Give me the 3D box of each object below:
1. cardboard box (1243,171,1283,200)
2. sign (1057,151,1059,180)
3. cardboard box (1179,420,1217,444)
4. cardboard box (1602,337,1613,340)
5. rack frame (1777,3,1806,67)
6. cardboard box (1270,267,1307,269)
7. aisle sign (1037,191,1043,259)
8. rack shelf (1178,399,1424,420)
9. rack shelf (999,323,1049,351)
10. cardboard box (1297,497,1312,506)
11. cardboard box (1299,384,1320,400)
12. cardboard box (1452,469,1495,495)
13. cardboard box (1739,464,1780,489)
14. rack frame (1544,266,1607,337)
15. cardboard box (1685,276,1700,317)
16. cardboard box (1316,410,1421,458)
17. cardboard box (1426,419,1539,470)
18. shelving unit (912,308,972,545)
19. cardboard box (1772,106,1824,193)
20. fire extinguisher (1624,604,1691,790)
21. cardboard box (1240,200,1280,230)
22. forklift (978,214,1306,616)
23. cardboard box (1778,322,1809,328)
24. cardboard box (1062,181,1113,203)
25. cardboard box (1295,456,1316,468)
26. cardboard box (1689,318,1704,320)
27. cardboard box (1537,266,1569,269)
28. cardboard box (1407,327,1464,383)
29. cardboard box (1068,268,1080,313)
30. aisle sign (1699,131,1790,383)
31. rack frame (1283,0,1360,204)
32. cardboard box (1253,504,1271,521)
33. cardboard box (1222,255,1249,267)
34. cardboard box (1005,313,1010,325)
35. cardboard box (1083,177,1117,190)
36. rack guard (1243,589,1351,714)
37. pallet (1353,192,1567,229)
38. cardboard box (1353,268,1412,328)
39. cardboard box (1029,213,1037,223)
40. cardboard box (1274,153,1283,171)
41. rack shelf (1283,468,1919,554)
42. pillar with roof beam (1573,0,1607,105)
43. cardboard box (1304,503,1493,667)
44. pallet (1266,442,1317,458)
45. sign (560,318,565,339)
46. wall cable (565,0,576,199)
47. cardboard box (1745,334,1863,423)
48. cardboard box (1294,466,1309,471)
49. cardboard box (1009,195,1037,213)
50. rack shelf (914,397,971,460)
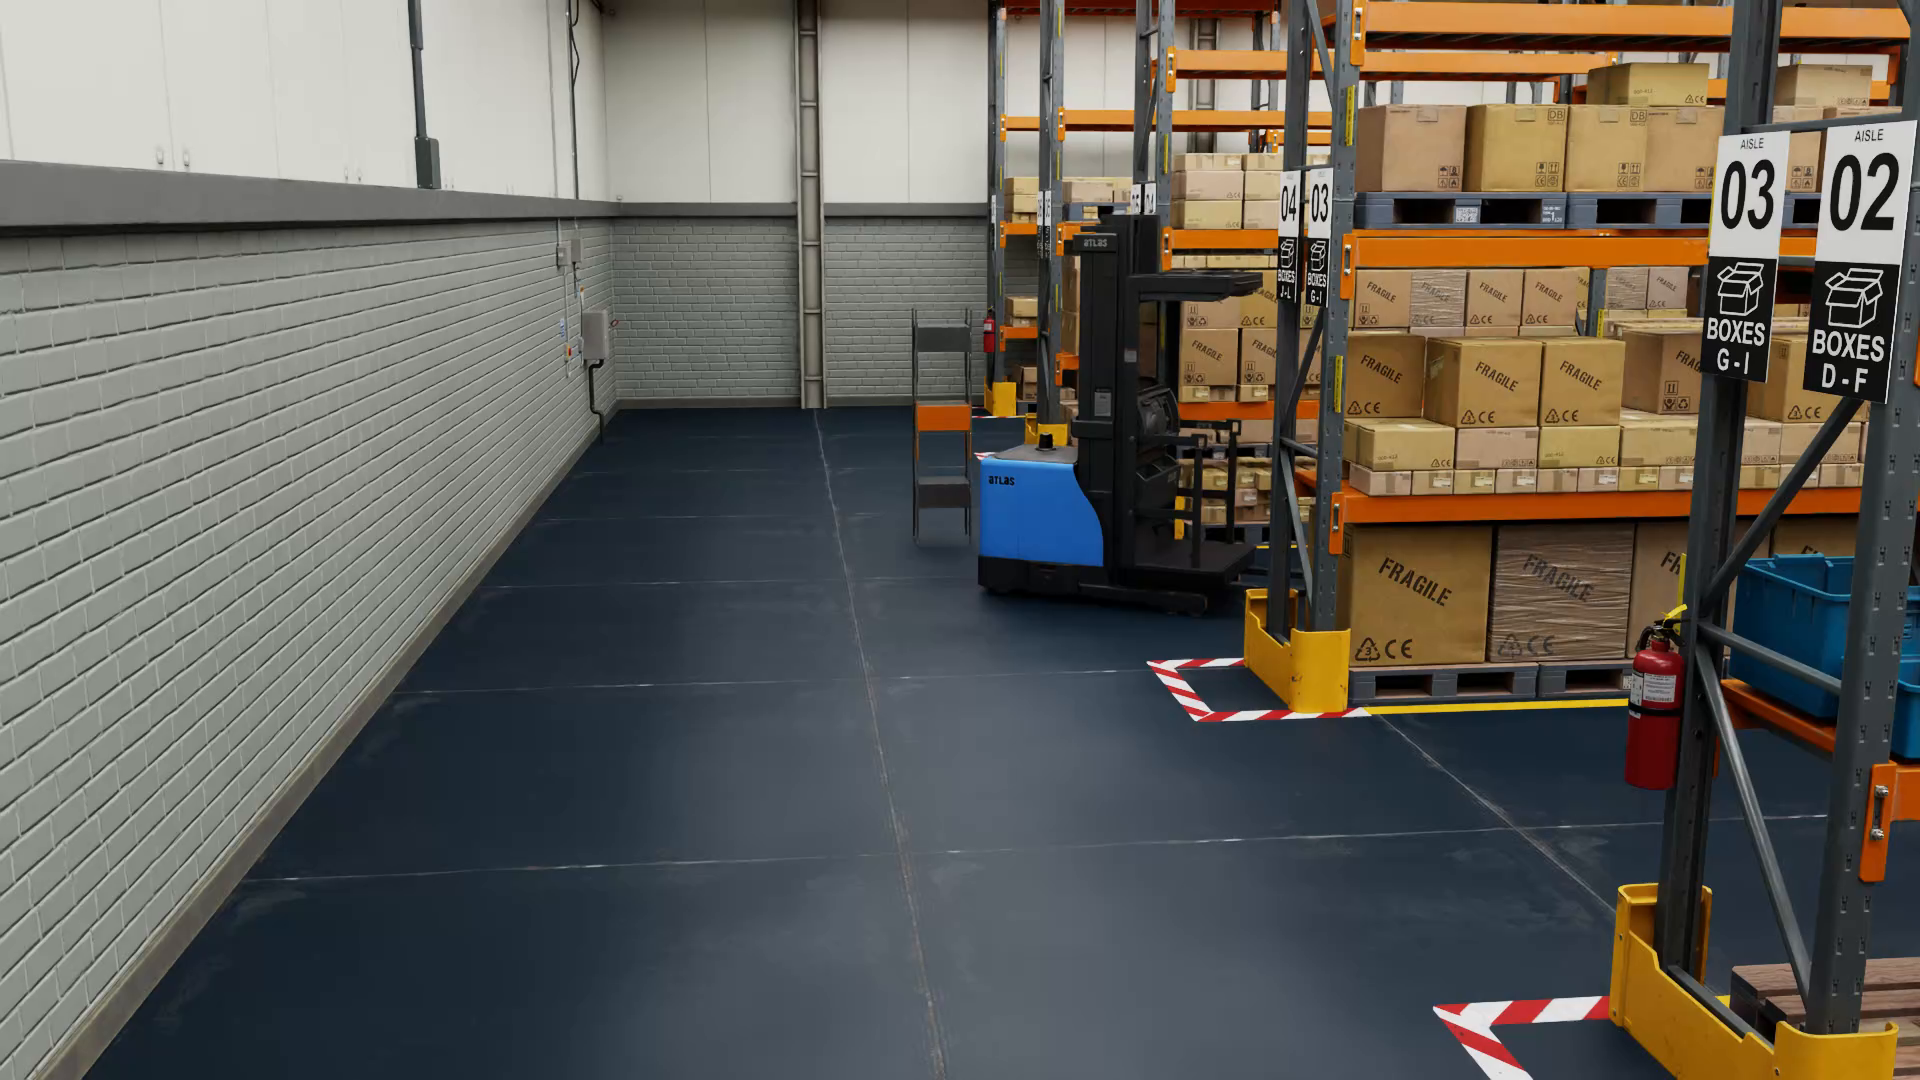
[{"bbox_3d":[2.682,-3.114,14.631,0.500,0.250,0.500,-1,11,-7],"label":"cardboard box"},{"bbox_3d":[1.117,-4.280,18.999,0.005,0.325,0.100,-1,11,-6],"label":"sign"},{"bbox_3d":[2.618,-1.450,20.402,0.875,0.438,0.875,-1,11,-5],"label":"cardboard box"},{"bbox_3d":[6.049,-1.858,15.718,0.250,0.149,0.380,-1,11,-4],"label":"cardboard box"},{"bbox_3d":[12.453,-6.593,25.457,0.127,3.000,1.000,-1,11,-6],"label":"rack frame"},{"bbox_3d":[3.146,-2.266,15.378,0.500,0.500,0.500,-1,11,-3],"label":"cardboard box"},{"bbox_3d":[0.958,-3.781,19.966,0.004,0.787,0.394,-1,11,-6],"label":"aisle sign"},{"bbox_3d":[3.687,-1.189,15.386,4.000,0.370,1.077,-1,11,-6],"label":"rack shelf"},{"bbox_3d":[2.512,-3.088,25.045,4.000,0.370,1.077,-1,11,-6],"label":"rack shelf"},{"bbox_3d":[3.026,-0.416,15.123,0.250,0.149,0.380,-1,11,-4],"label":"cardboard box"},{"bbox_3d":[3.093,-1.362,15.053,0.250,0.149,0.380,-1,11,-7],"label":"cardboard box"},{"bbox_3d":[3.032,-0.379,10.051,0.250,0.149,0.380,-1,11,-7],"label":"cardboard box"},{"bbox_3d":[4.819,-0.416,10.242,0.250,0.149,0.380,-1,11,-5],"label":"cardboard box"},{"bbox_3d":[5.675,-1.583,15.528,0.127,3.000,1.000,-1,11,-6],"label":"rack frame"},{"bbox_3d":[9.438,-3.078,21.011,0.500,0.500,0.500,-2,11,-8],"label":"cardboard box"},{"bbox_3d":[2.587,-0.680,10.551,0.500,0.250,0.500,-1,11,-7],"label":"cardboard box"},{"bbox_3d":[3.156,-0.589,10.090,0.500,0.250,0.500,-1,11,-7],"label":"cardboard box"},{"bbox_3d":[-0.165,-1.027,15.030,0.503,2.100,0.431,-1,11,-6],"label":"shelving unit"},{"bbox_3d":[4.803,-2.368,10.136,0.500,0.500,0.700,-1,11,-3],"label":"cardboard box"},{"bbox_3d":[2.469,0.540,5.895,0.183,0.674,0.296,-1,11,-6],"label":"fire extinguisher"},{"bbox_3d":[2.696,-2.869,14.679,0.500,0.250,0.500,-1,11,-4],"label":"cardboard box"},{"bbox_3d":[1.703,-0.986,12.669,3.031,2.935,1.130,5,12,23],"label":"forklift"},{"bbox_3d":[7.669,-1.912,15.218,0.250,0.149,0.380,-1,11,-4],"label":"cardboard box"},{"bbox_3d":[1.501,-4.127,19.733,0.500,0.250,0.500,-2,11,-11],"label":"cardboard box"},{"bbox_3d":[3.222,-0.692,15.755,0.250,0.149,0.380,-1,11,-4],"label":"cardboard box"},{"bbox_3d":[7.083,-2.025,15.793,0.250,0.149,0.380,-2,11,-8],"label":"cardboard box"},{"bbox_3d":[7.023,-3.062,20.199,0.500,0.500,0.500,-1,11,-7],"label":"cardboard box"},{"bbox_3d":[4.214,-1.693,15.058,0.500,0.500,0.500,-1,11,-6],"label":"cardboard box"},{"bbox_3d":[1.571,-2.942,19.589,0.500,0.500,0.500,-1,11,-7],"label":"cardboard box"},{"bbox_3d":[2.565,-0.927,5.451,0.004,0.787,0.394,-1,11,-6],"label":"aisle sign"},{"bbox_3d":[2.134,-3.490,9.677,0.127,3.000,1.000,-1,11,-6],"label":"rack frame"},{"bbox_3d":[2.751,-0.284,15.223,0.250,0.149,0.380,-1,11,-5],"label":"cardboard box"},{"bbox_3d":[3.248,-3.299,19.720,0.250,0.149,0.380,-1,11,-6],"label":"cardboard box"},{"bbox_3d":[0.824,-3.334,25.085,0.250,0.149,0.380,-1,11,-7],"label":"cardboard box"},{"bbox_3d":[1.997,-5.170,24.316,0.500,0.250,0.500,-1,11,-7],"label":"cardboard box"},{"bbox_3d":[2.110,0.680,10.494,0.348,0.500,1.175,-1,11,-6],"label":"rack guard"},{"bbox_3d":[2.870,-1.993,10.063,1.213,0.211,1.003,-1,11,-6],"label":"pallet"},{"bbox_3d":[3.700,-2.174,14.909,0.500,0.500,0.500,-2,11,-8],"label":"cardboard box"},{"bbox_3d":[1.123,-4.720,24.359,0.250,0.149,0.380,-1,11,-5],"label":"cardboard box"},{"bbox_3d":[2.820,-3.301,14.547,0.250,0.149,0.380,-1,11,-5],"label":"cardboard box"},{"bbox_3d":[4.122,-0.235,10.537,4.000,0.370,1.077,-1,11,-6],"label":"rack shelf"},{"bbox_3d":[10.140,-5.884,21.851,0.548,9.000,9.100,-1,11,-6],"label":"pillar with roof beam"},{"bbox_3d":[2.761,0.261,10.566,0.875,0.875,0.875,-1,11,-6],"label":"cardboard box"},{"bbox_3d":[4.276,-1.161,20.611,1.213,0.211,1.003,-1,11,-6],"label":"pallet"},{"bbox_3d":[-4.595,-2.447,19.222,0.001,0.218,0.327,-1,11,-6],"label":"sign"},{"bbox_3d":[-4.640,-5.363,19.200,0.029,3.000,2.355,-1,11,-6],"label":"wall cable"},{"bbox_3d":[5.183,-1.000,10.234,0.500,0.500,0.500,-1,11,-5],"label":"cardboard box"},{"bbox_3d":[3.019,-0.576,15.161,0.250,0.149,0.380,-2,11,-9],"label":"cardboard box"},{"bbox_3d":[0.994,-4.900,24.241,0.500,0.250,0.500,-1,11,-7],"label":"cardboard box"},{"bbox_3d":[-0.165,-1.013,15.033,0.480,0.518,0.431,-1,11,-6],"label":"rack shelf"}]
